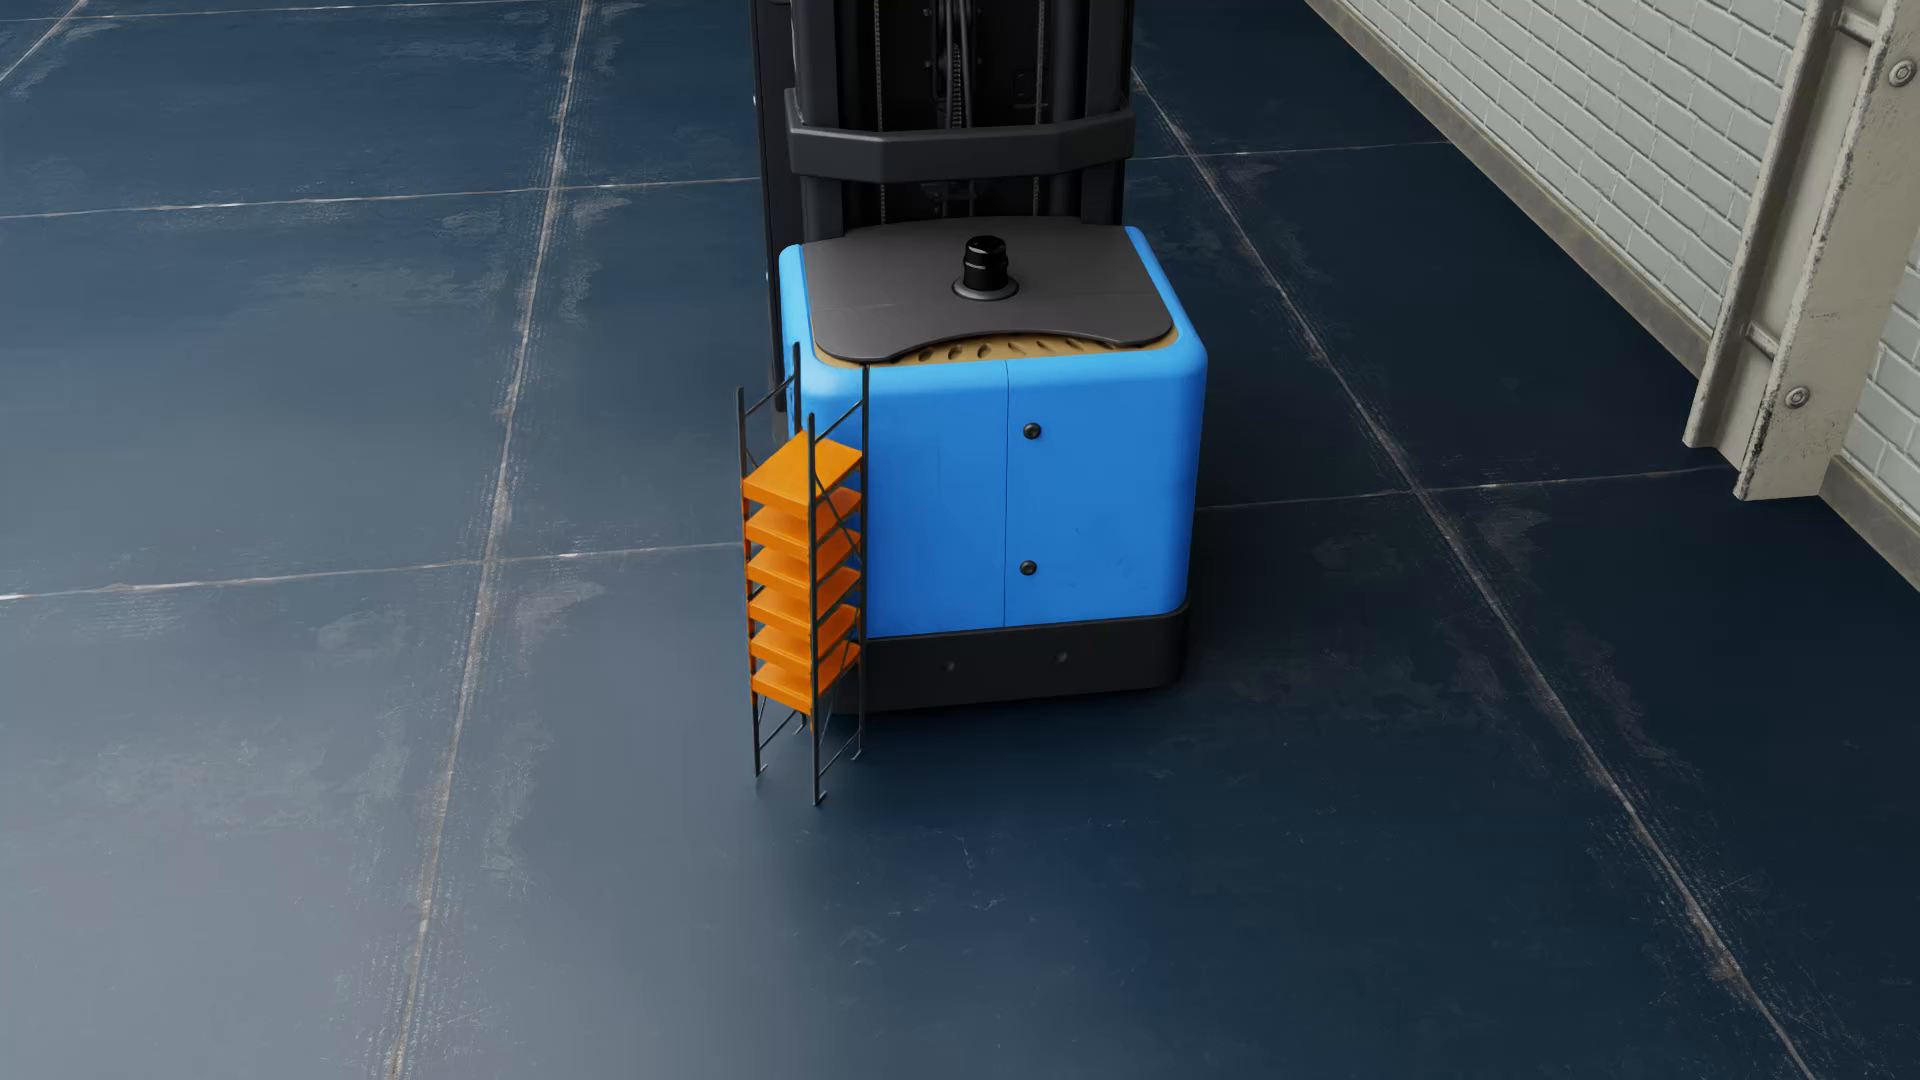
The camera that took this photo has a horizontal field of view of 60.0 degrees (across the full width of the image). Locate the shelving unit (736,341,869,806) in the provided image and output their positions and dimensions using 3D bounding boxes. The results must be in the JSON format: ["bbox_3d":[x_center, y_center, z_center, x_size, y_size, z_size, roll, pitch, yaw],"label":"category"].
[{"bbox_3d":[-0.367,0.116,3.996,0.189,1.200,0.258,21,42,21],"label":"shelving unit"}]

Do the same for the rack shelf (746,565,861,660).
[{"bbox_3d":[-0.369,0.150,4.024,0.180,0.103,0.258,21,42,21],"label":"rack shelf"}]

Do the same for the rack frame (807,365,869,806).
[{"bbox_3d":[-0.288,0.146,3.963,0.006,1.200,0.240,21,42,21],"label":"rack frame"}]

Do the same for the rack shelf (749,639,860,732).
[{"bbox_3d":[-0.380,0.338,4.172,0.180,0.103,0.258,21,42,21],"label":"rack shelf"}]

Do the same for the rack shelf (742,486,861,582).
[{"bbox_3d":[-0.359,-0.038,3.875,0.180,0.103,0.258,21,42,21],"label":"rack shelf"}]

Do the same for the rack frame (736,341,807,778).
[{"bbox_3d":[-0.447,0.085,4.029,0.006,1.200,0.240,21,42,21],"label":"rack frame"}]

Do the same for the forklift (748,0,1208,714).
[{"bbox_3d":[-0.084,-1.563,4.941,1.130,2.935,3.031,-4,35,-6],"label":"forklift"}]

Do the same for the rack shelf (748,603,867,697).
[{"bbox_3d":[-0.374,0.244,4.098,0.180,0.103,0.258,21,42,21],"label":"rack shelf"}]

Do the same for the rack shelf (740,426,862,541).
[{"bbox_3d":[-0.353,-0.132,3.801,0.180,0.103,0.258,21,42,21],"label":"rack shelf"}]

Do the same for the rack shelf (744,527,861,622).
[{"bbox_3d":[-0.364,0.056,3.949,0.180,0.103,0.258,21,42,21],"label":"rack shelf"}]

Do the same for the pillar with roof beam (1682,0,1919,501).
[{"bbox_3d":[-1.587,-3.643,2.605,9.100,9.000,0.400,-4,35,-6],"label":"pillar with roof beam"}]
